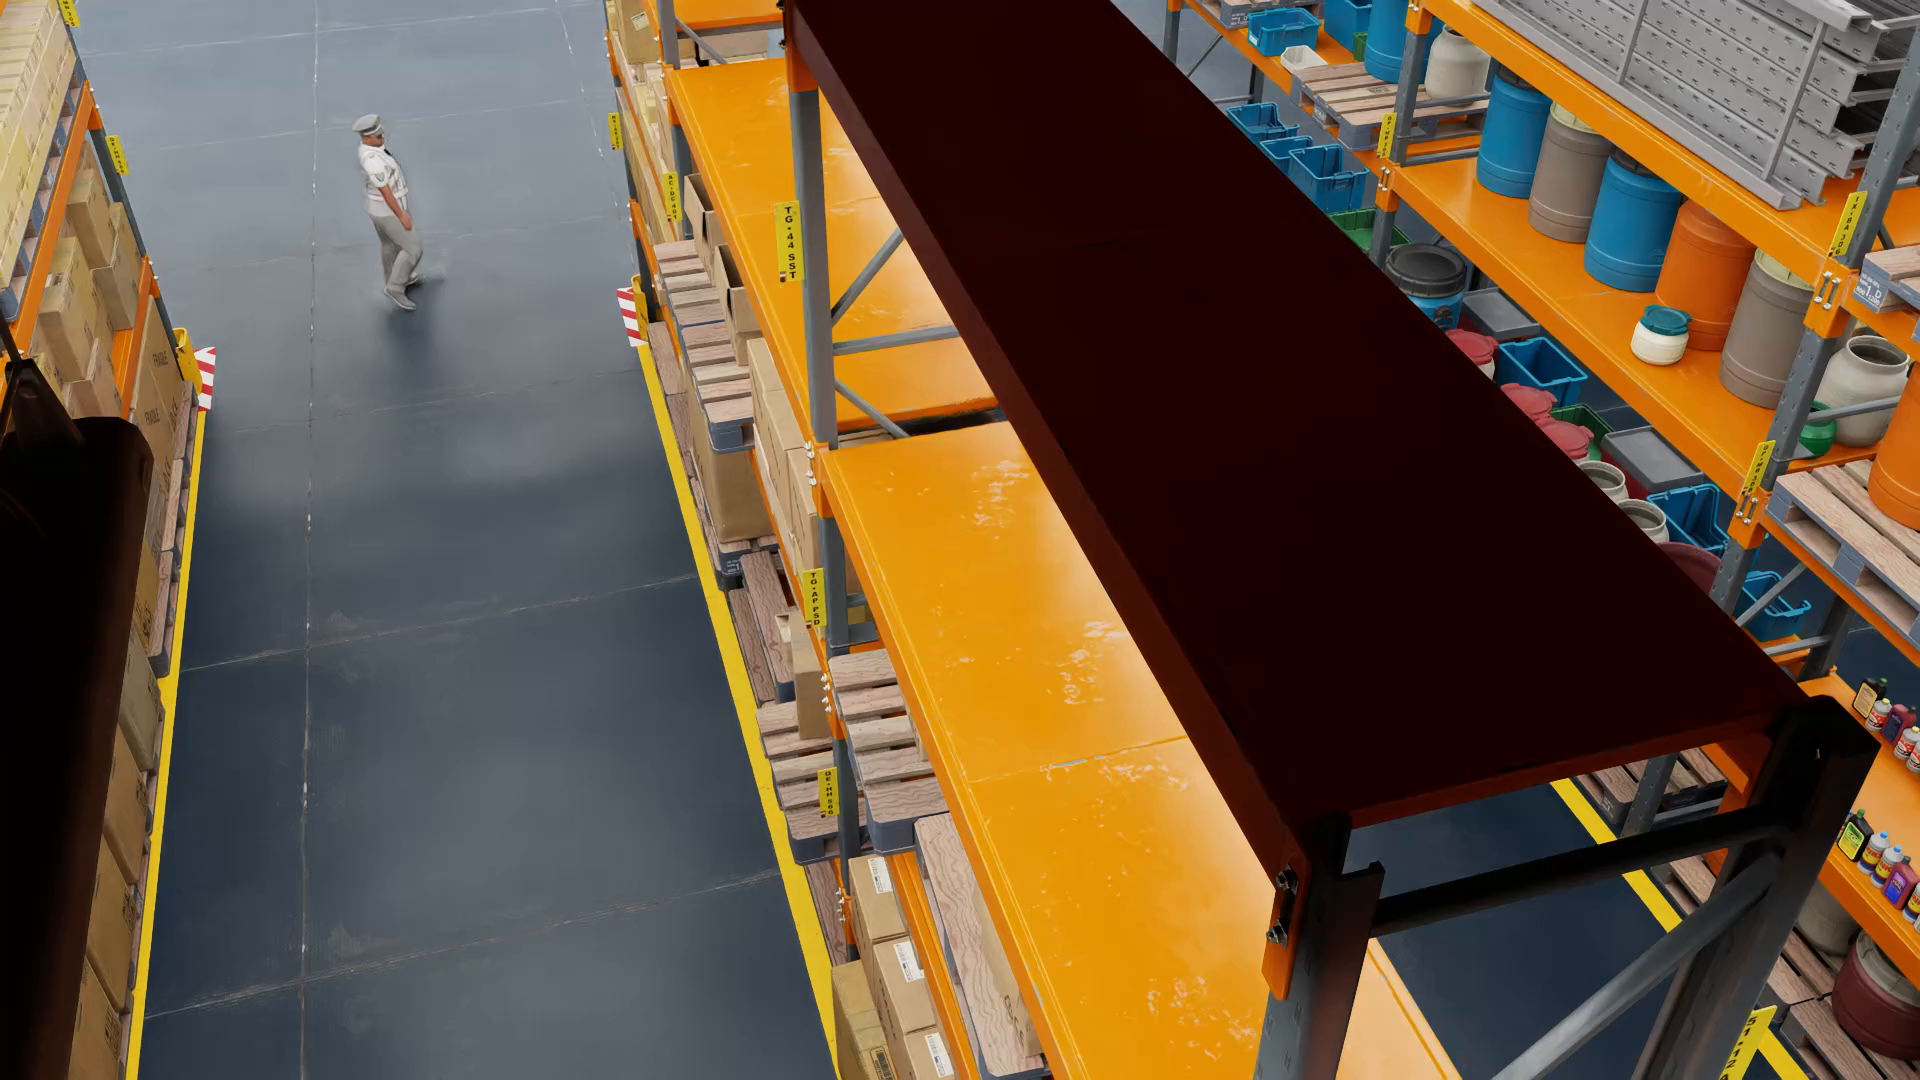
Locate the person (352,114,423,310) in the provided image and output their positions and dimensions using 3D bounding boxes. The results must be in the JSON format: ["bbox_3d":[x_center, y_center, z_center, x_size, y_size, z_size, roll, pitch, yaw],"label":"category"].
[{"bbox_3d":[-5.235,-2.999,15.188,0.447,1.779,0.618,-20,43,-24],"label":"person"}]
